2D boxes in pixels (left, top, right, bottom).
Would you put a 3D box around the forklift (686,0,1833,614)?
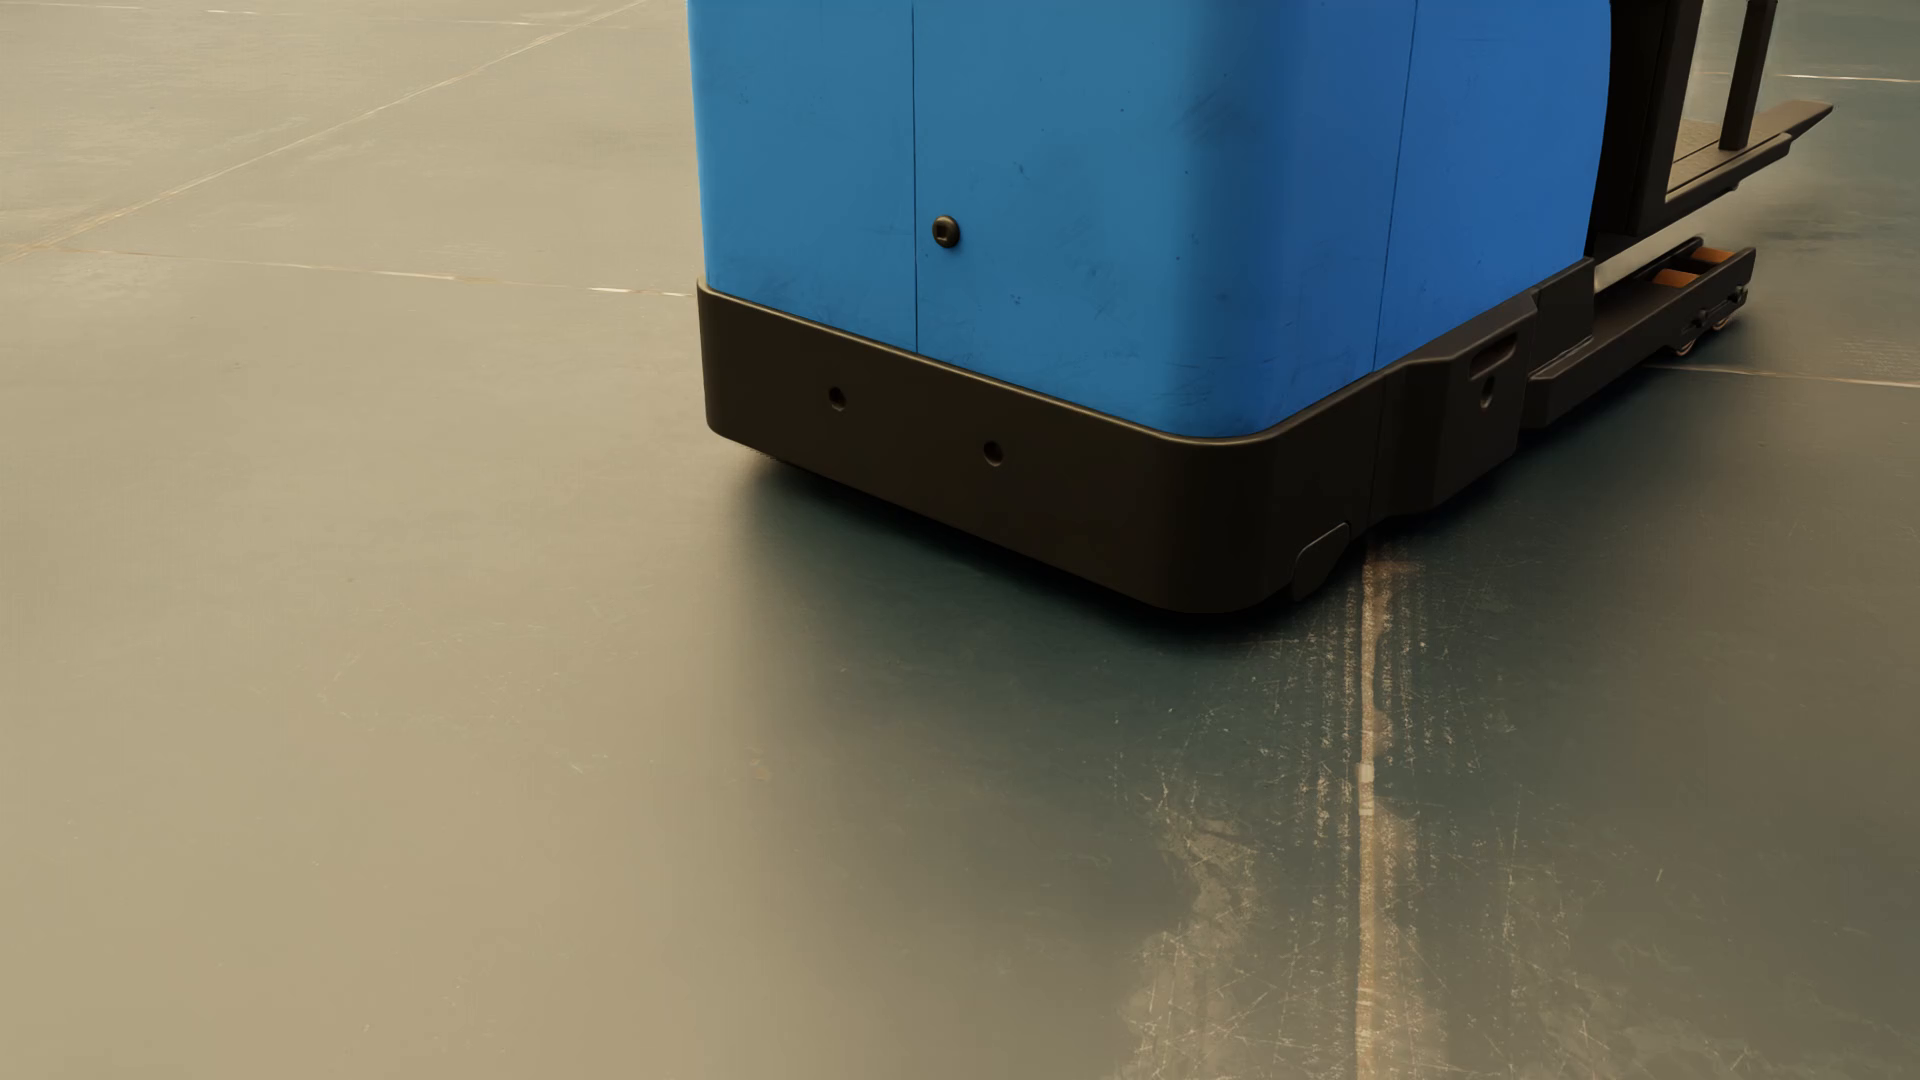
[{"bbox_3d":[13.279,-0.618,0.471,23.089,2.935,15.463,22,34,36],"label":"forklift"}]
